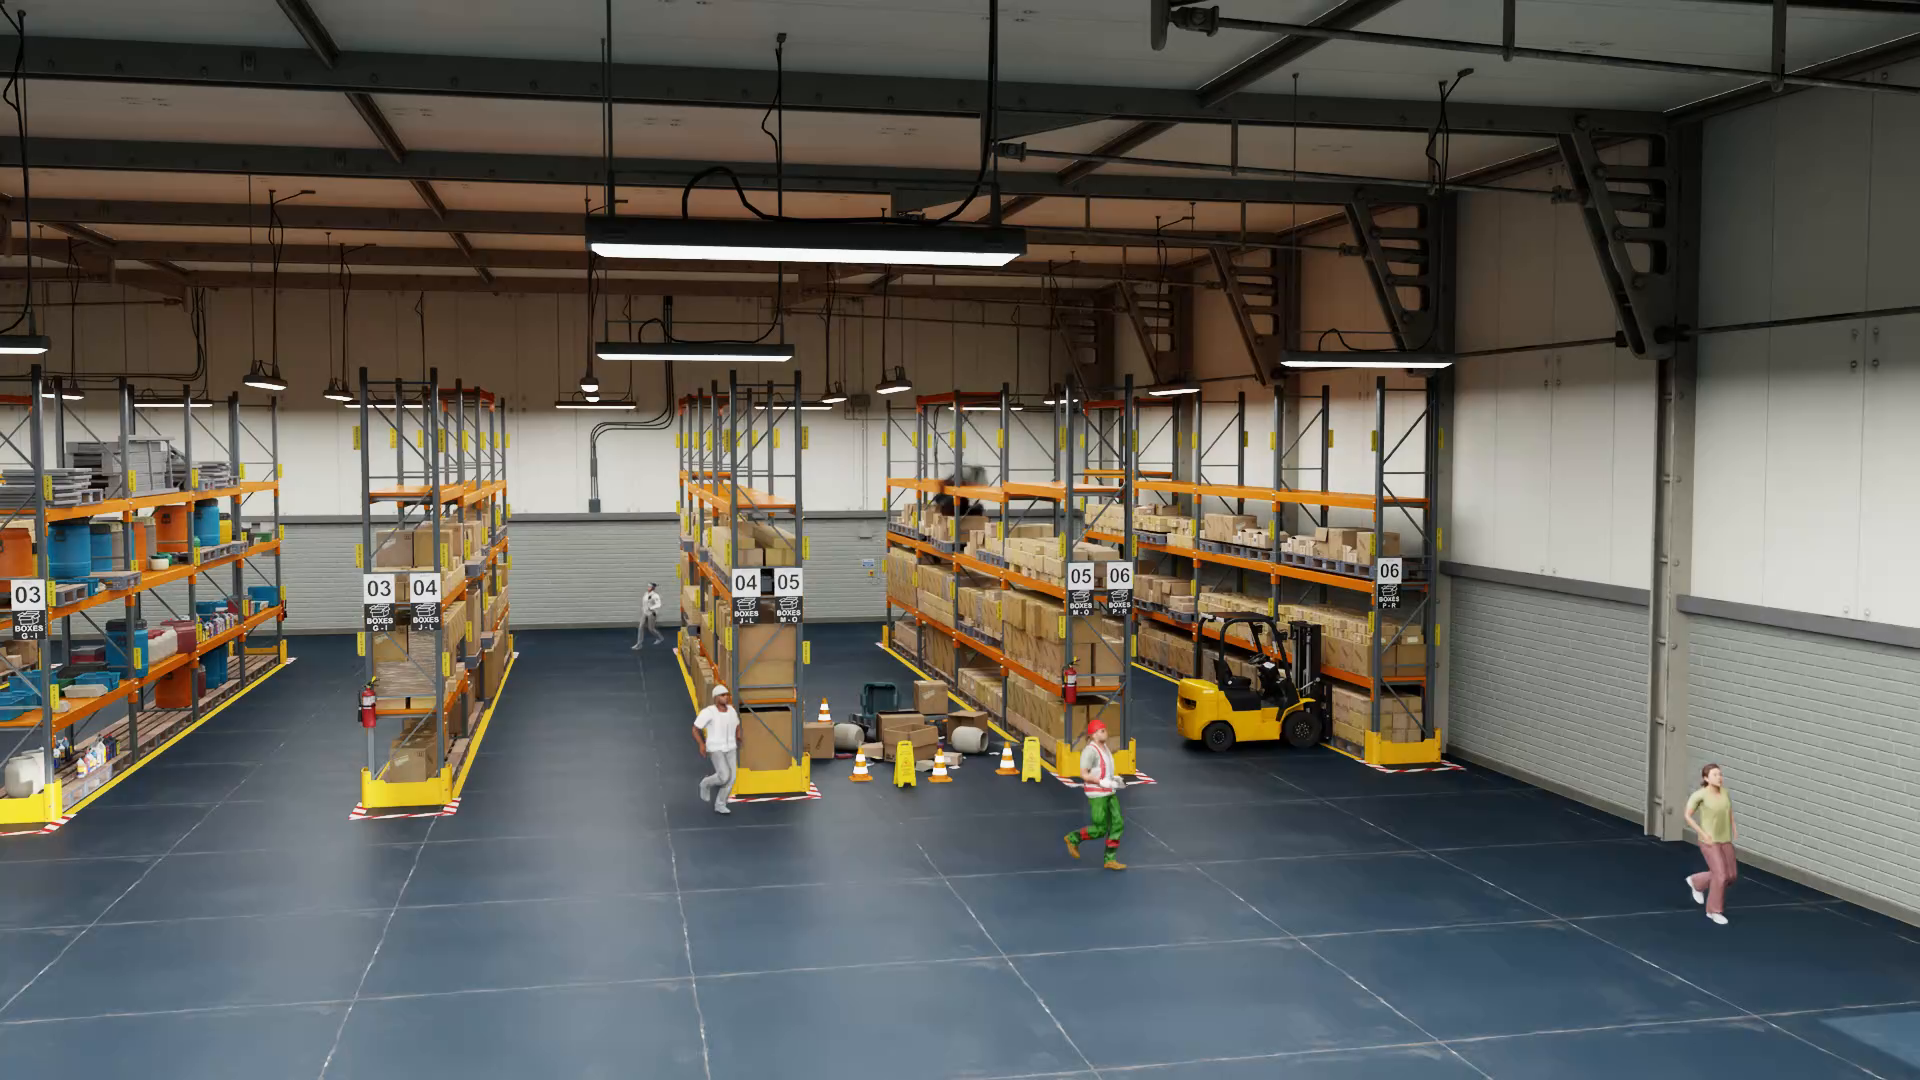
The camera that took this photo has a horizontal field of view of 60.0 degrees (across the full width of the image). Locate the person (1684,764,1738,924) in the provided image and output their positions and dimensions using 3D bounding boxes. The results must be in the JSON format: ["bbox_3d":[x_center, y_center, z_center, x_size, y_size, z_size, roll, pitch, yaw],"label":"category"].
[{"bbox_3d":[7.869,3.154,17.452,0.577,1.642,0.580,-1,4,-17],"label":"person"}]

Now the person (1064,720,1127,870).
[{"bbox_3d":[1.612,2.971,19.471,0.762,1.745,0.661,2,4,31],"label":"person"}]

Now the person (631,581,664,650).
[{"bbox_3d":[-7.396,1.806,39.962,0.650,1.643,0.876,3,5,43],"label":"person"}]

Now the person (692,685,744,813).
[{"bbox_3d":[-3.222,2.816,22.425,0.715,1.719,0.590,-3,5,-44],"label":"person"}]
